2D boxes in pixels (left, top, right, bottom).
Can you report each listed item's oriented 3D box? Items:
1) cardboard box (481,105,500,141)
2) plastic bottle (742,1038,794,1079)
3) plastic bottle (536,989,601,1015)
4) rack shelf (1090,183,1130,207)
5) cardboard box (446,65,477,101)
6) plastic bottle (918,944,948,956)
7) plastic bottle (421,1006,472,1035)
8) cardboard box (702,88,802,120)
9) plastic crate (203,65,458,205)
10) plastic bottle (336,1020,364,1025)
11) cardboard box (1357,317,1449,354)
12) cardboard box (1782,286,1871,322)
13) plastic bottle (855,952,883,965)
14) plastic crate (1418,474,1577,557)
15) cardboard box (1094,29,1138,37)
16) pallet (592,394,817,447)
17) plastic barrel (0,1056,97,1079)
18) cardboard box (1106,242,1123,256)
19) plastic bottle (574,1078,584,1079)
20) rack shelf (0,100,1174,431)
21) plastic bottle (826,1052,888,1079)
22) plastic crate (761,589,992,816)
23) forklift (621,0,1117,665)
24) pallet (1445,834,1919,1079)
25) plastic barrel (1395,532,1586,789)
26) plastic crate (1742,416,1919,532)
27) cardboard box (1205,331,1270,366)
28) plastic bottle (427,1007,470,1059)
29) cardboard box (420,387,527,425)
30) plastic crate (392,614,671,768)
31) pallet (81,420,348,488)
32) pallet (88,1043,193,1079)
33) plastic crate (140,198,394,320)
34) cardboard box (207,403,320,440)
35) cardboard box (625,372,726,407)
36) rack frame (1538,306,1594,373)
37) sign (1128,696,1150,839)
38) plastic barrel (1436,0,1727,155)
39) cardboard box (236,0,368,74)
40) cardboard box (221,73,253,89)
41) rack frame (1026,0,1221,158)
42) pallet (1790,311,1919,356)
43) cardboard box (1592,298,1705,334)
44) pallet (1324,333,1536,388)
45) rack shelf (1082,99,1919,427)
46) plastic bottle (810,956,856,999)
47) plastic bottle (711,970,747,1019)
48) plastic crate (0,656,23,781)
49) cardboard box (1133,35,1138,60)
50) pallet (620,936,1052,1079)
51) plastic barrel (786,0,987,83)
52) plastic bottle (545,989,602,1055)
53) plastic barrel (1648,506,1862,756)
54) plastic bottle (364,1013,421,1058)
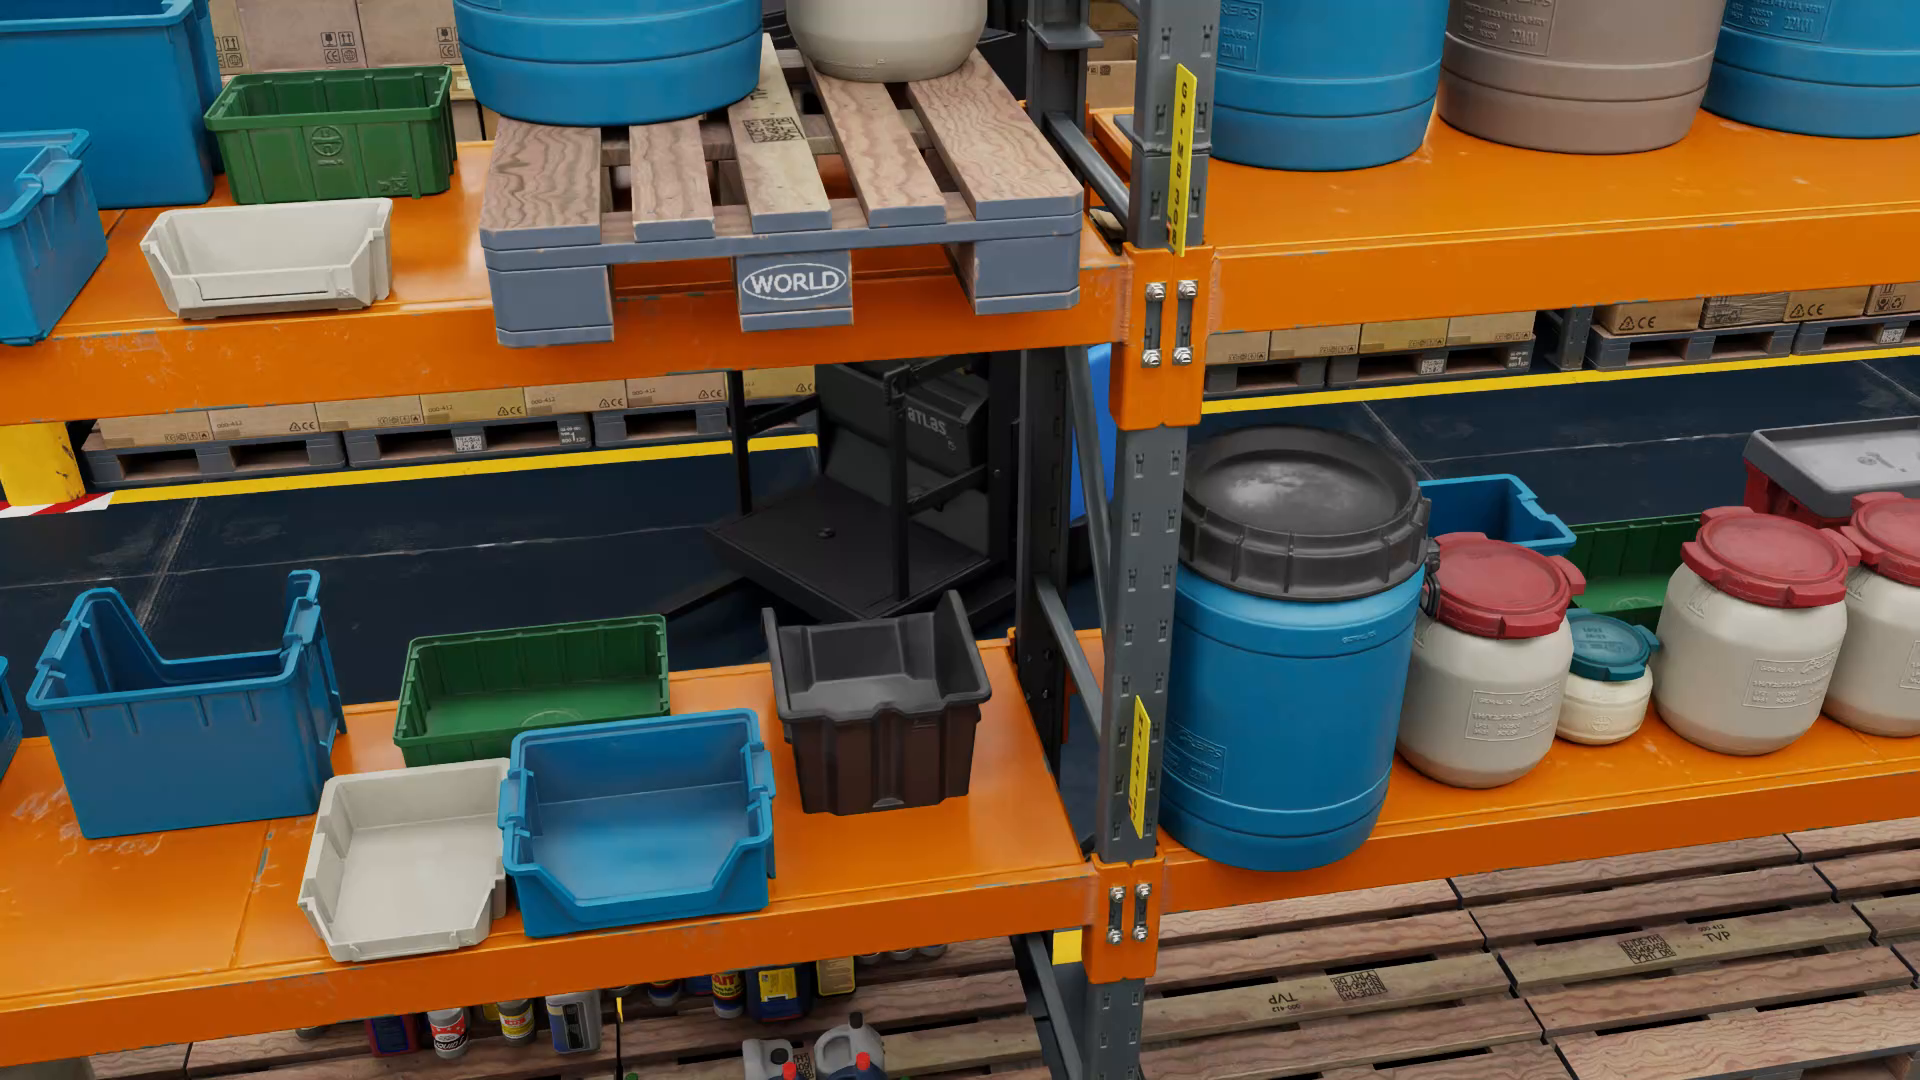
[{"bbox_3d":[-2.030,-2.028,8.141,0.500,0.500,0.700,-5,31,-8],"label":"cardboard box"},{"bbox_3d":[-0.516,1.479,4.528,0.135,0.276,0.152,-5,31,-9],"label":"plastic bottle"},{"bbox_3d":[-1.167,1.221,4.893,0.185,0.351,0.144,-6,31,-9],"label":"plastic bottle"},{"bbox_3d":[1.385,-1.996,8.895,4.000,0.370,1.077,-5,31,-9],"label":"rack shelf"},{"bbox_3d":[-2.321,-2.174,7.749,0.250,0.149,0.380,-4,31,-7],"label":"cardboard box"},{"bbox_3d":[-0.086,1.143,5.104,0.097,0.271,0.097,0,30,0],"label":"plastic bottle"},{"bbox_3d":[-1.512,1.288,4.854,0.135,0.276,0.152,-6,31,-10],"label":"plastic bottle"},{"bbox_3d":[-1.018,-2.123,8.303,0.500,0.500,0.700,-6,31,-10],"label":"cardboard box"},{"bbox_3d":[-1.295,-0.847,3.481,0.450,0.188,0.336,-5,31,-9],"label":"plastic crate"},{"bbox_3d":[-1.789,1.287,4.848,0.133,0.283,0.061,-5,31,-8],"label":"plastic bottle"},{"bbox_3d":[2.372,-1.266,9.242,0.500,0.250,0.500,-6,31,-10],"label":"cardboard box"},{"bbox_3d":[4.860,-1.594,9.534,0.500,0.500,0.500,-6,31,-10],"label":"cardboard box"},{"bbox_3d":[-0.286,1.192,5.090,0.097,0.201,0.097,0,30,0],"label":"plastic bottle"},{"bbox_3d":[1.335,0.097,4.641,0.575,0.384,0.392,-5,31,-9],"label":"plastic crate"},{"bbox_3d":[1.230,-3.990,13.608,0.500,0.500,0.700,-5,31,-9],"label":"cardboard box"},{"bbox_3d":[-1.372,-0.870,9.021,1.213,0.211,1.003,-5,31,-9],"label":"pallet"},{"bbox_3d":[-2.502,1.459,4.350,0.421,0.512,0.421,0,30,0],"label":"plastic barrel"},{"bbox_3d":[0.871,-1.366,8.858,0.500,0.311,0.500,-6,31,-11],"label":"cardboard box"},{"bbox_3d":[-0.962,1.537,4.423,0.133,0.283,0.061,-5,31,-9],"label":"plastic bottle"},{"bbox_3d":[-1.661,-0.454,3.313,4.000,0.370,1.077,-5,31,-9],"label":"rack shelf"},{"bbox_3d":[-0.276,1.501,4.417,0.185,0.351,0.144,-6,31,-10],"label":"plastic bottle"},{"bbox_3d":[-0.232,0.357,4.244,0.504,0.338,0.767,-5,31,-9],"label":"plastic crate"},{"bbox_3d":[-0.399,-0.992,6.546,1.130,2.935,3.031,27,40,37],"label":"forklift"},{"bbox_3d":[2.274,1.344,5.256,1.213,0.211,1.003,-5,31,-9],"label":"pallet"},{"bbox_3d":[1.287,0.310,4.130,0.433,0.535,0.433,0,30,0],"label":"plastic barrel"},{"bbox_3d":[2.596,-0.052,4.815,0.583,0.464,0.402,-5,31,-9],"label":"plastic crate"},{"bbox_3d":[1.371,-1.173,9.085,0.500,0.250,0.500,-5,31,-8],"label":"cardboard box"},{"bbox_3d":[-1.471,1.380,4.770,0.097,0.201,0.097,0,30,0],"label":"plastic bottle"},{"bbox_3d":[-2.474,-0.828,8.498,0.500,0.250,0.500,-5,31,-9],"label":"cardboard box"},{"bbox_3d":[-1.080,0.421,4.284,0.662,0.188,0.450,-5,31,-9],"label":"plastic crate"},{"bbox_3d":[-3.772,-0.647,8.642,1.213,0.211,1.003,-5,31,-9],"label":"pallet"},{"bbox_3d":[-2.762,1.812,4.461,1.213,0.211,1.003,-5,31,-9],"label":"pallet"},{"bbox_3d":[-1.200,-0.485,2.916,0.396,0.136,0.243,-5,31,-9],"label":"plastic crate"},{"bbox_3d":[-3.458,-0.740,8.347,0.500,0.250,0.500,-5,31,-9],"label":"cardboard box"},{"bbox_3d":[-1.493,-0.927,8.666,0.500,0.250,0.500,-5,31,-9],"label":"cardboard box"},{"bbox_3d":[3.352,-2.489,9.023,0.127,3.000,1.000,-5,31,-9],"label":"rack frame"},{"bbox_3d":[0.394,0.502,3.663,0.005,0.325,0.100,-5,31,-9],"label":"sign"},{"bbox_3d":[1.411,-1.377,3.679,0.600,0.901,0.600,0,30,0],"label":"plastic barrel"},{"bbox_3d":[-2.991,-2.499,7.662,0.500,0.500,0.700,-5,31,-9],"label":"cardboard box"},{"bbox_3d":[-3.339,-2.079,7.588,0.250,0.149,0.380,-6,31,-10],"label":"cardboard box"},{"bbox_3d":[0.306,-2.240,2.681,0.127,3.000,1.000,-5,31,-9],"label":"rack frame"},{"bbox_3d":[5.291,-1.446,10.001,1.213,0.211,1.003,-5,31,-9],"label":"pallet"},{"bbox_3d":[3.851,-1.500,9.374,0.500,0.500,0.500,-4,31,-7],"label":"cardboard box"},{"bbox_3d":[2.535,-1.231,9.636,1.213,0.211,1.003,-5,31,-9],"label":"pallet"},{"bbox_3d":[2.273,-0.819,3.934,4.000,0.370,1.077,-5,31,-9],"label":"rack shelf"},{"bbox_3d":[-0.380,1.234,4.937,0.133,0.283,0.061,-5,31,-9],"label":"plastic bottle"},{"bbox_3d":[-0.684,1.273,4.883,0.097,0.271,0.097,0,30,0],"label":"plastic bottle"},{"bbox_3d":[-2.550,0.524,4.046,0.408,0.251,0.499,-5,31,-9],"label":"plastic crate"},{"bbox_3d":[1.187,-2.323,8.642,0.500,0.500,0.500,-5,31,-9],"label":"cardboard box"},{"bbox_3d":[-0.362,1.589,4.840,1.213,0.211,1.003,-5,31,-9],"label":"pallet"},{"bbox_3d":[-0.153,-1.235,3.406,0.421,0.512,0.421,0,30,0],"label":"plastic barrel"},{"bbox_3d":[-1.115,1.325,4.790,0.135,0.276,0.152,-5,31,-9],"label":"plastic bottle"},{"bbox_3d":[2.008,0.243,4.244,0.433,0.535,0.433,0,30,0],"label":"plastic barrel"},{"bbox_3d":[-1.628,1.350,4.740,0.133,0.283,0.061,-5,31,-9],"label":"plastic bottle"}]
